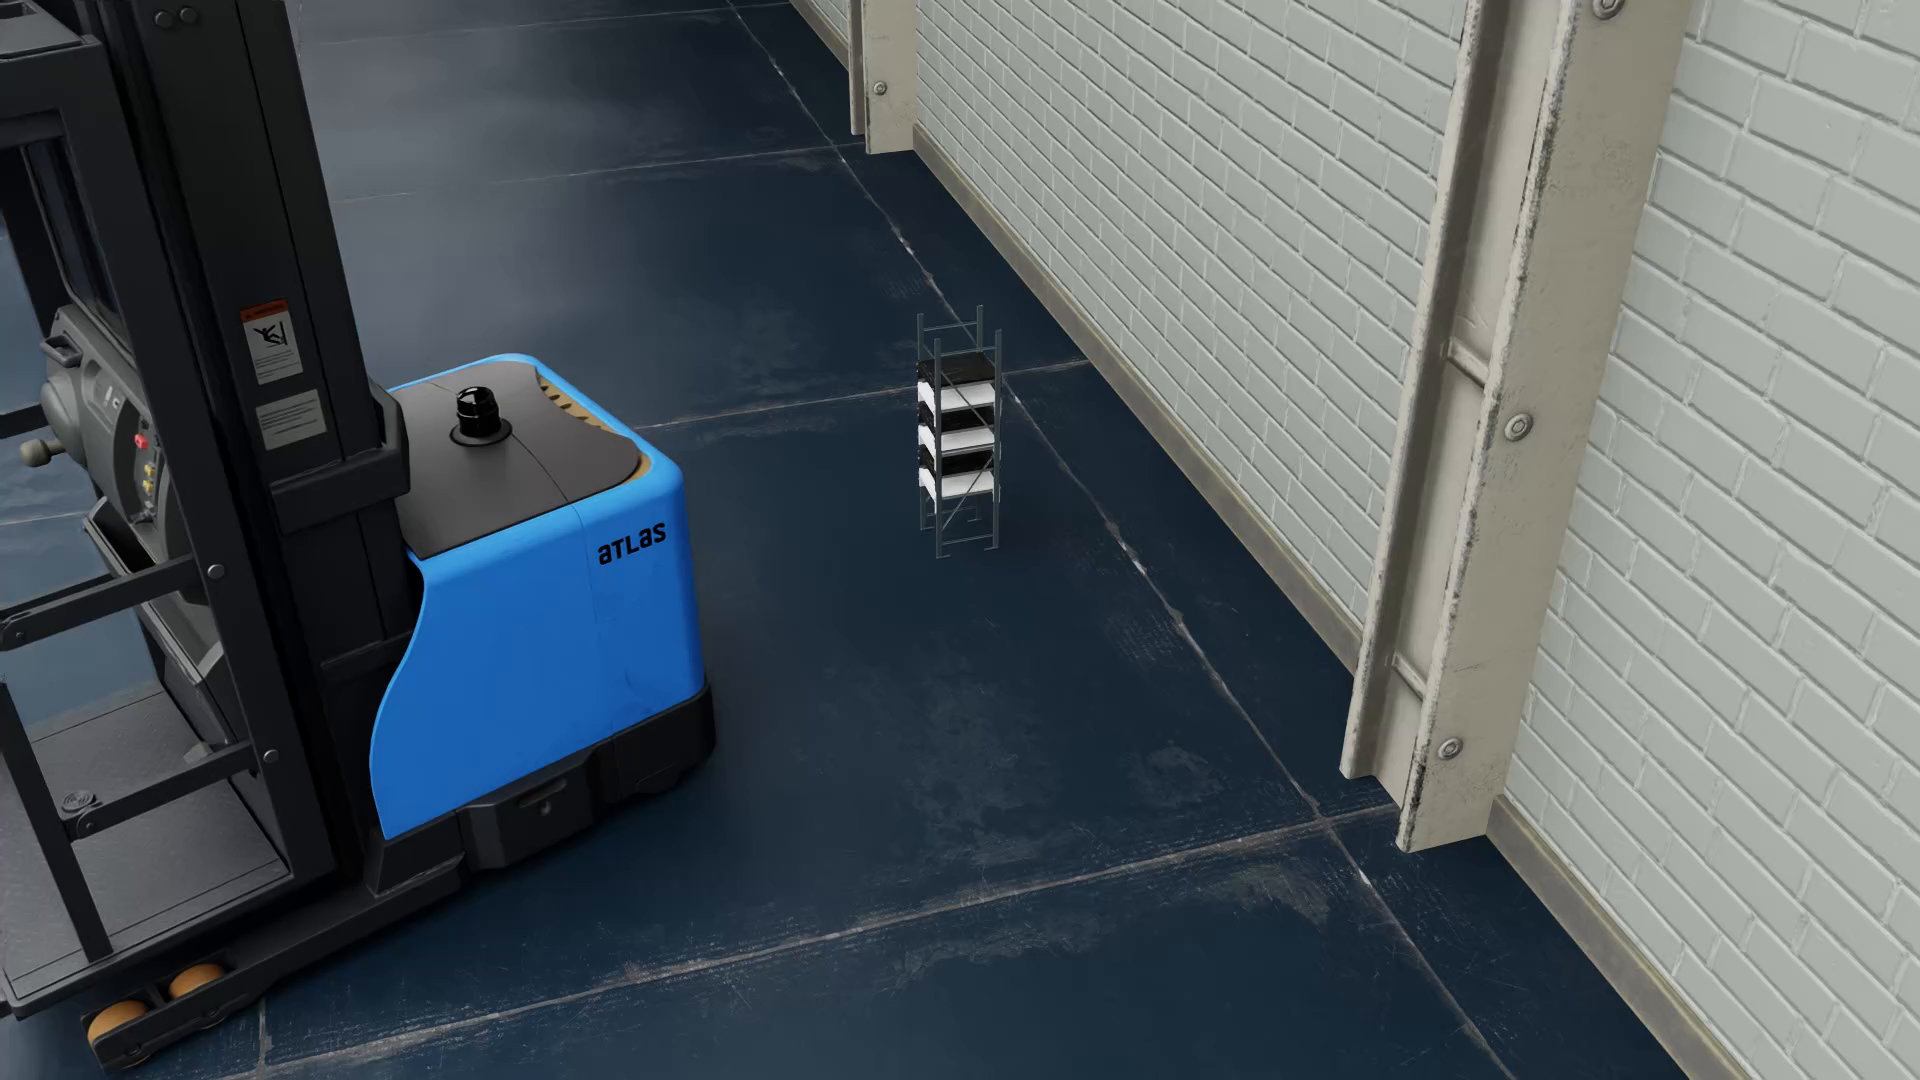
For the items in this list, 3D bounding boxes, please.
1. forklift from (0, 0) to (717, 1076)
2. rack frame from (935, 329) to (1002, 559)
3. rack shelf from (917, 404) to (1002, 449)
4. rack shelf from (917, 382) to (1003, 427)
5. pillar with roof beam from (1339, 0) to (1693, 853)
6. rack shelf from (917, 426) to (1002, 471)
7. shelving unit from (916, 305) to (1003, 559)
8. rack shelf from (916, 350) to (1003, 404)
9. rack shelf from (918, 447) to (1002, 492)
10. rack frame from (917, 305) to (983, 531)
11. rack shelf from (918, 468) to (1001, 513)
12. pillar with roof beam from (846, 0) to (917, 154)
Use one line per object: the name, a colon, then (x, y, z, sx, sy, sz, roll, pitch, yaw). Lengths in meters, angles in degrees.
forklift: (-2.214, -0.213, 3.914, 3.031, 2.935, 1.130, -25, 41, -32)
rack frame: (0.029, -0.326, 5.928, 0.240, 0.900, 0.006, -10, 35, -15)
rack shelf: (-0.002, -0.427, 5.977, 0.258, 0.077, 0.200, -10, 35, -15)
rack shelf: (-0.002, -0.502, 5.928, 0.258, 0.077, 0.200, -10, 35, -15)
pillar with roof beam: (-2.715, -2.243, 1.482, 9.100, 9.000, 0.400, -10, 35, -15)
rack shelf: (-0.002, -0.352, 6.027, 0.258, 0.077, 0.200, -10, 35, -15)
shelving unit: (-0.002, -0.380, 6.008, 0.258, 0.900, 0.210, -10, 35, -15)
rack shelf: (-0.002, -0.577, 5.878, 0.258, 0.077, 0.200, -10, 35, -15)
rack shelf: (-0.002, -0.277, 6.076, 0.258, 0.077, 0.200, -10, 35, -15)
rack frame: (-0.033, -0.433, 6.089, 0.240, 0.900, 0.006, -10, 35, -15)
rack shelf: (-0.002, -0.202, 6.126, 0.258, 0.077, 0.200, -10, 35, -15)
pillar with roof beam: (-4.545, -5.394, 6.250, 9.100, 9.000, 0.400, -10, 35, -15)
